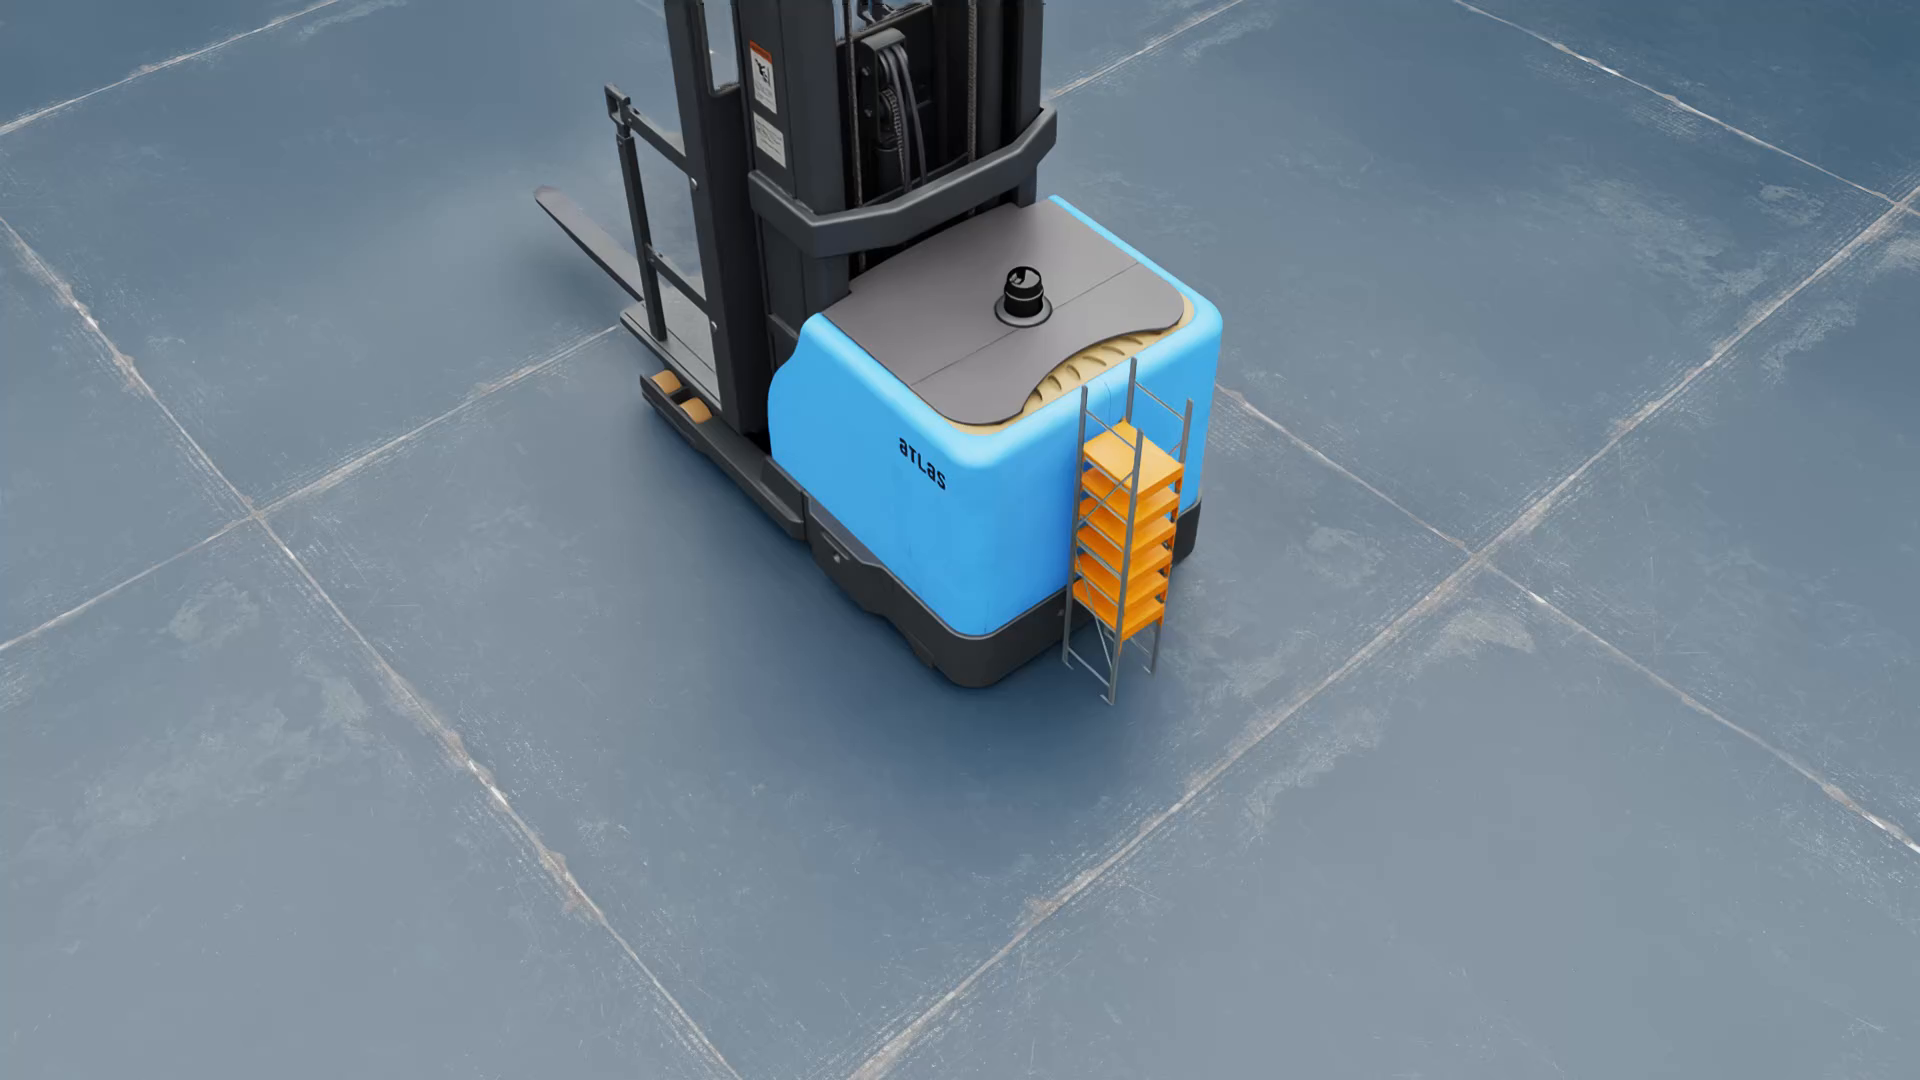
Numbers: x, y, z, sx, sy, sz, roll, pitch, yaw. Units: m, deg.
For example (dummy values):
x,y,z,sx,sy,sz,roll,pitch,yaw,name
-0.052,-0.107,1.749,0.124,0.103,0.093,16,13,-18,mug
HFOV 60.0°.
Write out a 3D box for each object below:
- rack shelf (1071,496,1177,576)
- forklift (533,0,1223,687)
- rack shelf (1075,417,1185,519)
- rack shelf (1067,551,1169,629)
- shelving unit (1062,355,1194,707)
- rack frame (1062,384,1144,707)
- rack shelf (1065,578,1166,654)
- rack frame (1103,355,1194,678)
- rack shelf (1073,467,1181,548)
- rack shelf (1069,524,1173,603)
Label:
x,y,z,sx,sy,sz,roll,pitch,yaw,name
0.479,-0.042,4.869,0.180,0.103,0.258,-31,54,-25,rack shelf
-0.521,-1.555,5.191,1.130,2.935,3.031,-31,54,-25,forklift
0.479,-0.204,4.693,0.180,0.103,0.258,-31,54,-25,rack shelf
0.479,0.121,5.046,0.180,0.103,0.258,-31,54,-25,rack shelf
0.479,0.010,4.925,0.189,1.200,0.258,-31,54,-25,shelving unit
0.408,0.052,4.885,0.006,1.200,0.240,-31,54,-25,rack frame
0.479,0.202,5.134,0.180,0.103,0.258,-31,54,-25,rack shelf
0.550,-0.033,4.964,0.006,1.200,0.240,-31,54,-25,rack frame
0.479,-0.123,4.781,0.180,0.103,0.258,-31,54,-25,rack shelf
0.479,0.040,4.957,0.180,0.103,0.258,-31,54,-25,rack shelf
